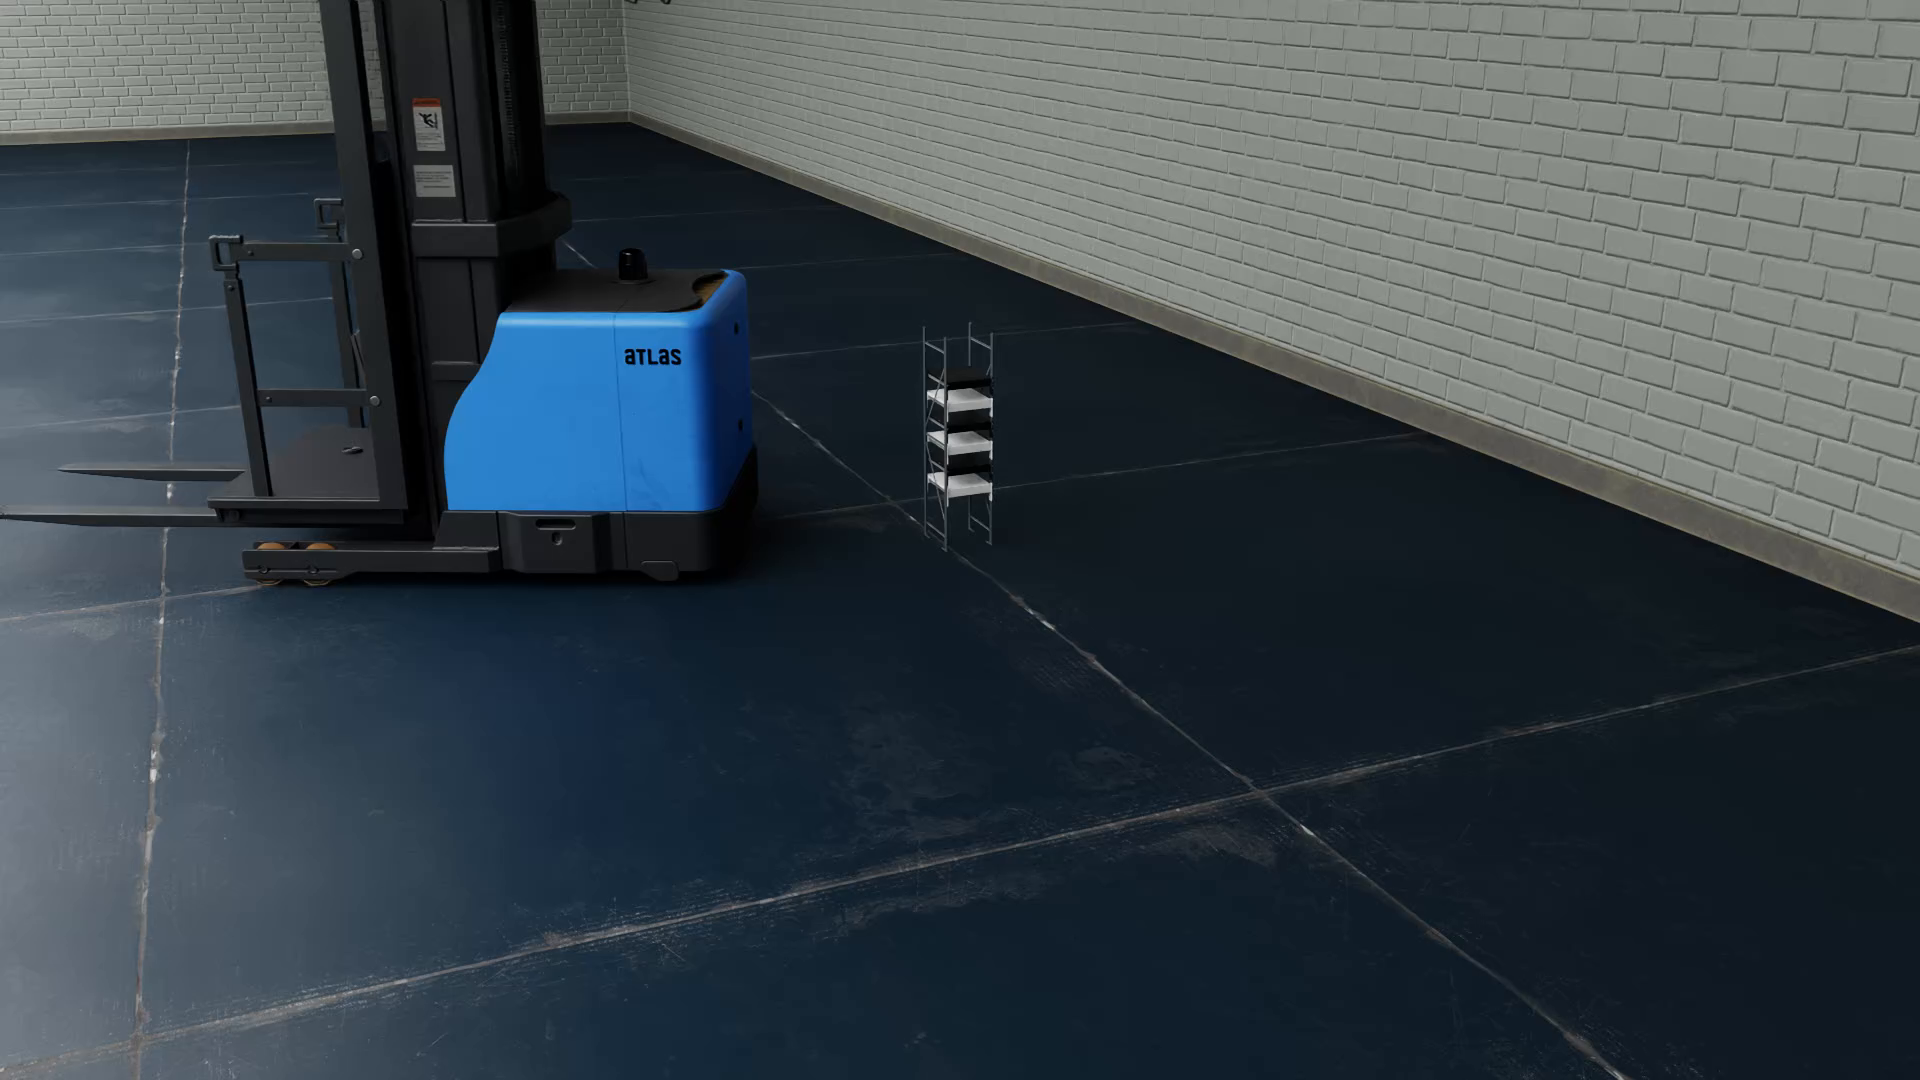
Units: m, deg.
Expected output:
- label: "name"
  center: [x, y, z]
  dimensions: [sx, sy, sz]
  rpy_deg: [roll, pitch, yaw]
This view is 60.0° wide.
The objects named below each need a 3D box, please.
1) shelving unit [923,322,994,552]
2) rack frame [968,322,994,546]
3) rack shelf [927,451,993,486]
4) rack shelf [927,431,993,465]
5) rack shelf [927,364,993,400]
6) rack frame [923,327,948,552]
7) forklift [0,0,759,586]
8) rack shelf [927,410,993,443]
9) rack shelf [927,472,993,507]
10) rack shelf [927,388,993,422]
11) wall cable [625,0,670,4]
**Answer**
- label: "shelving unit"
  center: [-0.007, -0.423, 6.870]
  dimensions: [0.210, 0.900, 0.258]
  rpy_deg: [-8, 21, -22]
- label: "rack frame"
  center: [0.086, -0.437, 6.908]
  dimensions: [0.006, 0.900, 0.240]
  rpy_deg: [-8, 21, -22]
- label: "rack shelf"
  center: [-0.007, -0.307, 6.911]
  dimensions: [0.200, 0.077, 0.258]
  rpy_deg: [-8, 21, -22]
- label: "rack shelf"
  center: [-0.007, -0.392, 6.881]
  dimensions: [0.200, 0.077, 0.258]
  rpy_deg: [-8, 21, -22]
- label: "rack shelf"
  center: [-0.007, -0.647, 6.791]
  dimensions: [0.200, 0.077, 0.258]
  rpy_deg: [-8, 21, -22]
- label: "rack frame"
  center: [-0.101, -0.410, 6.832]
  dimensions: [0.006, 0.900, 0.240]
  rpy_deg: [-8, 21, -22]
- label: "forklift"
  center: [-2.414, -1.377, 6.519]
  dimensions: [3.031, 2.935, 1.130]
  rpy_deg: [0, 19, 1]
- label: "rack shelf"
  center: [-0.007, -0.477, 6.851]
  dimensions: [0.200, 0.077, 0.258]
  rpy_deg: [-8, 21, -22]
- label: "rack shelf"
  center: [-0.007, -0.222, 6.940]
  dimensions: [0.200, 0.077, 0.258]
  rpy_deg: [-8, 21, -22]
- label: "rack shelf"
  center: [-0.007, -0.562, 6.821]
  dimensions: [0.200, 0.077, 0.258]
  rpy_deg: [-8, 21, -22]
- label: "wall cable"
  center: [-4.334, -8.520, 22.346]
  dimensions: [0.112, 2.526, 3.097]
  rpy_deg: [-8, 21, -22]
